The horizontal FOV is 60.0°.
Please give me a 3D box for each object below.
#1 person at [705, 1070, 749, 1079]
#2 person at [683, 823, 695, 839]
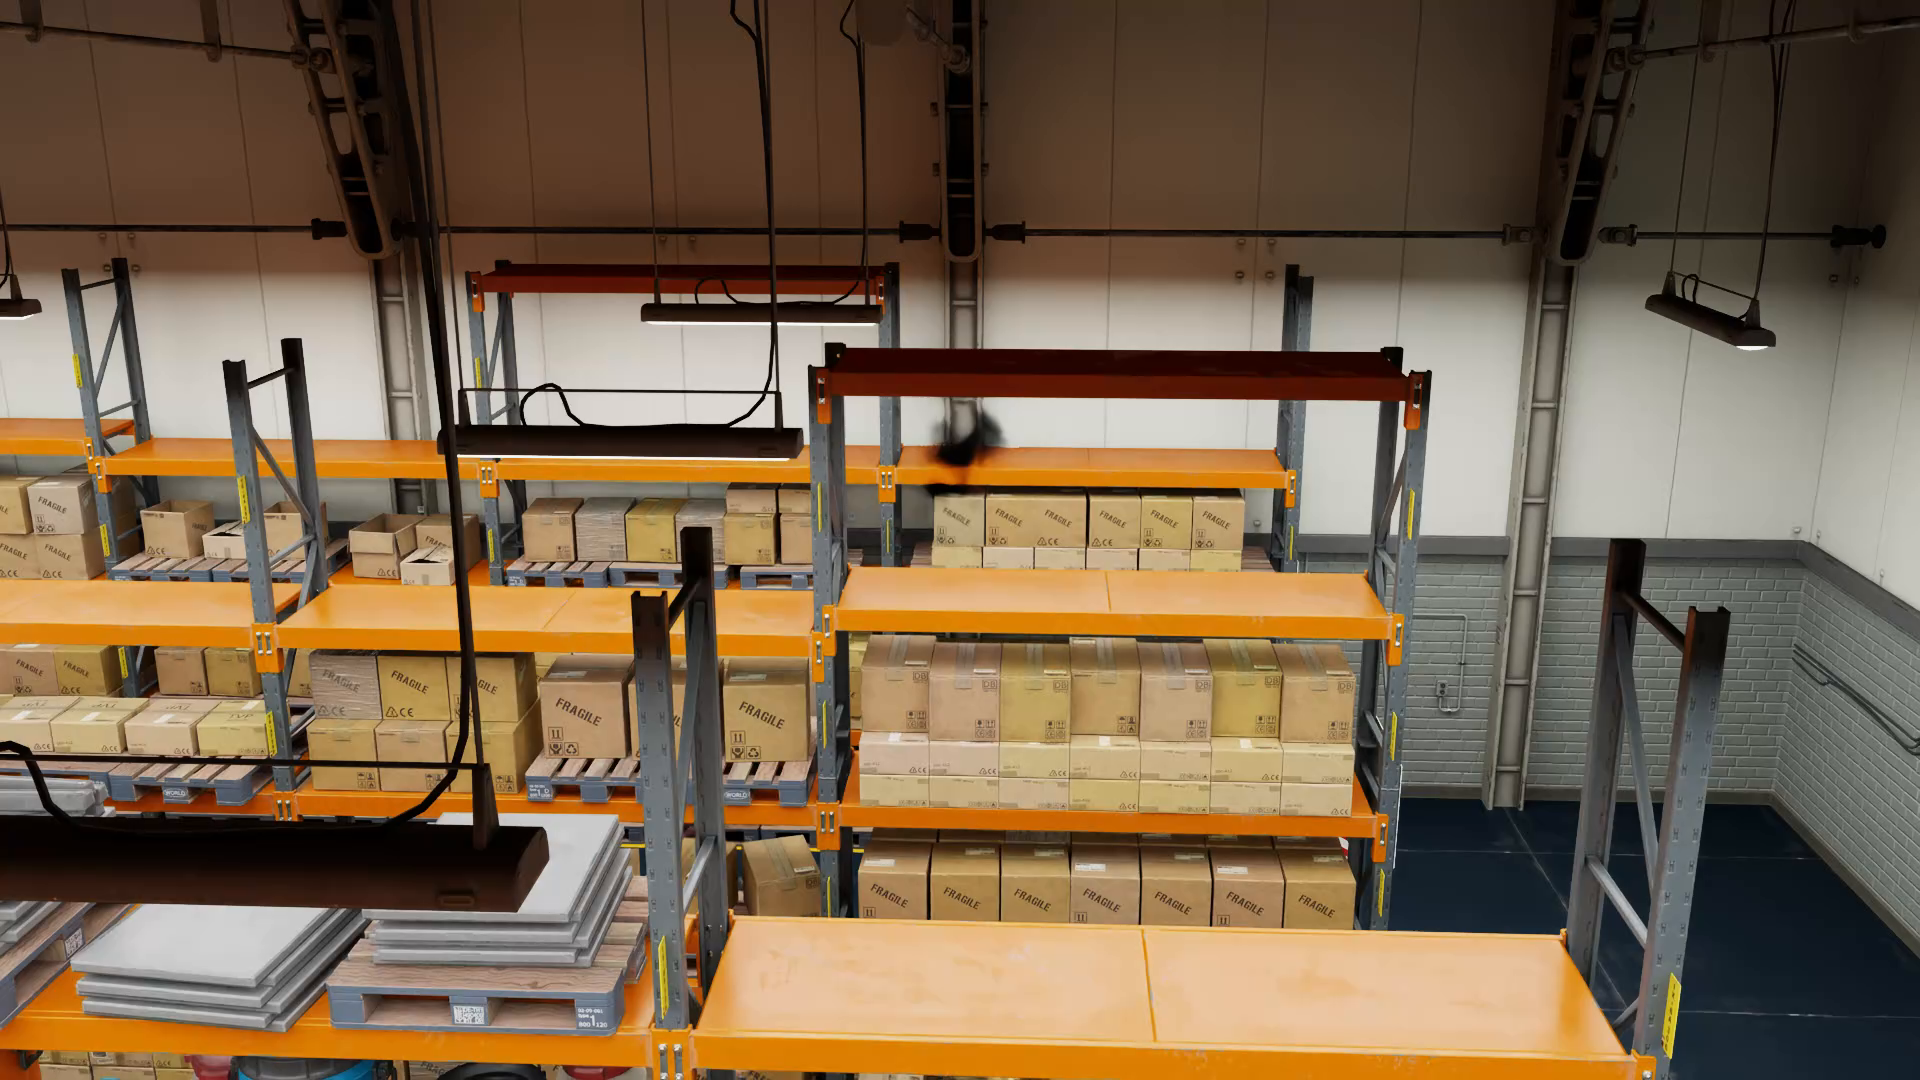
[{"bbox_3d":[-1.499,4.203,11.026,0.860,1.737,0.674,0,16,-1],"label":"person"},{"bbox_3d":[-2.528,2.831,15.480,0.878,1.753,0.720,-3,16,-9],"label":"person"}]
